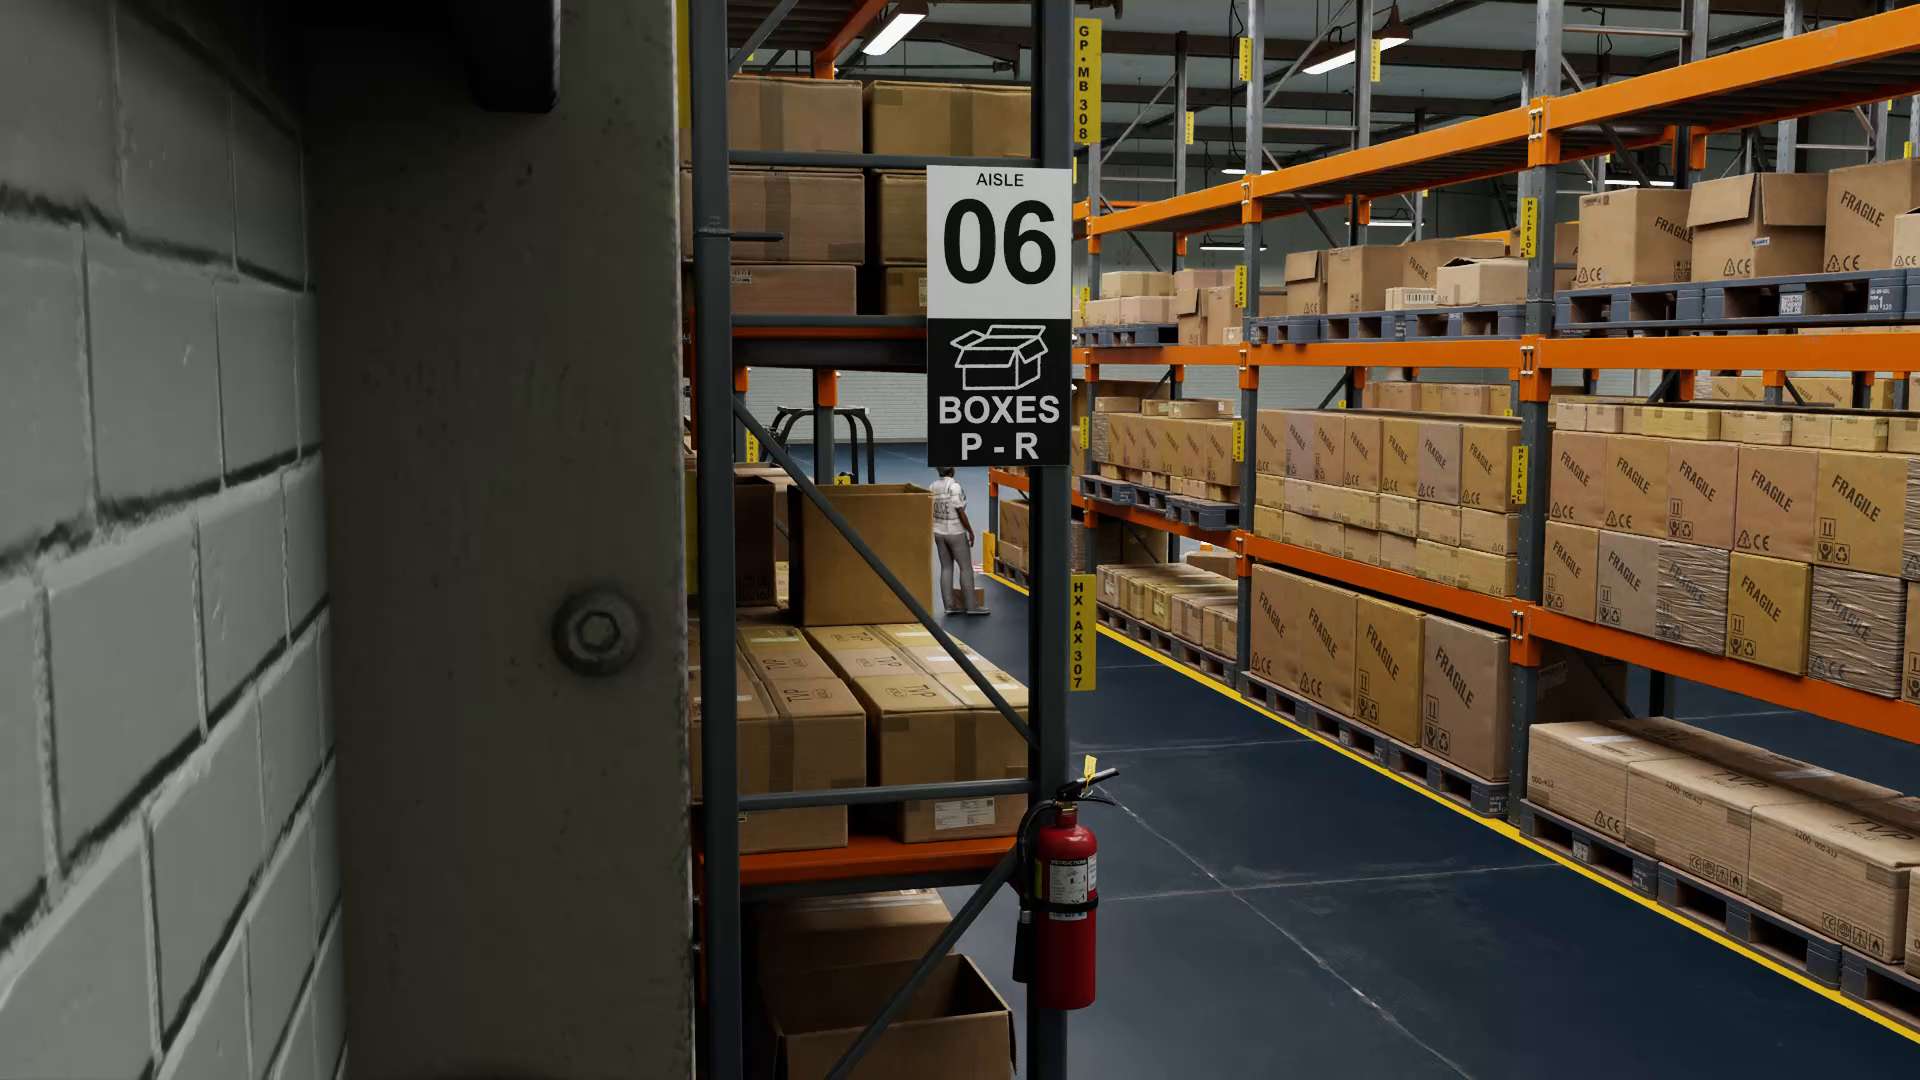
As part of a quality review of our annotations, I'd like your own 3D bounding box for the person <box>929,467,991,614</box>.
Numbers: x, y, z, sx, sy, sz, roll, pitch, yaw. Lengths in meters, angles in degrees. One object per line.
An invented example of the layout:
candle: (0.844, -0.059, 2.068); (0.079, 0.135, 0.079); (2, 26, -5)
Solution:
person: (-0.035, -0.067, 17.555); (0.569, 1.694, 0.529); (6, 9, 44)
